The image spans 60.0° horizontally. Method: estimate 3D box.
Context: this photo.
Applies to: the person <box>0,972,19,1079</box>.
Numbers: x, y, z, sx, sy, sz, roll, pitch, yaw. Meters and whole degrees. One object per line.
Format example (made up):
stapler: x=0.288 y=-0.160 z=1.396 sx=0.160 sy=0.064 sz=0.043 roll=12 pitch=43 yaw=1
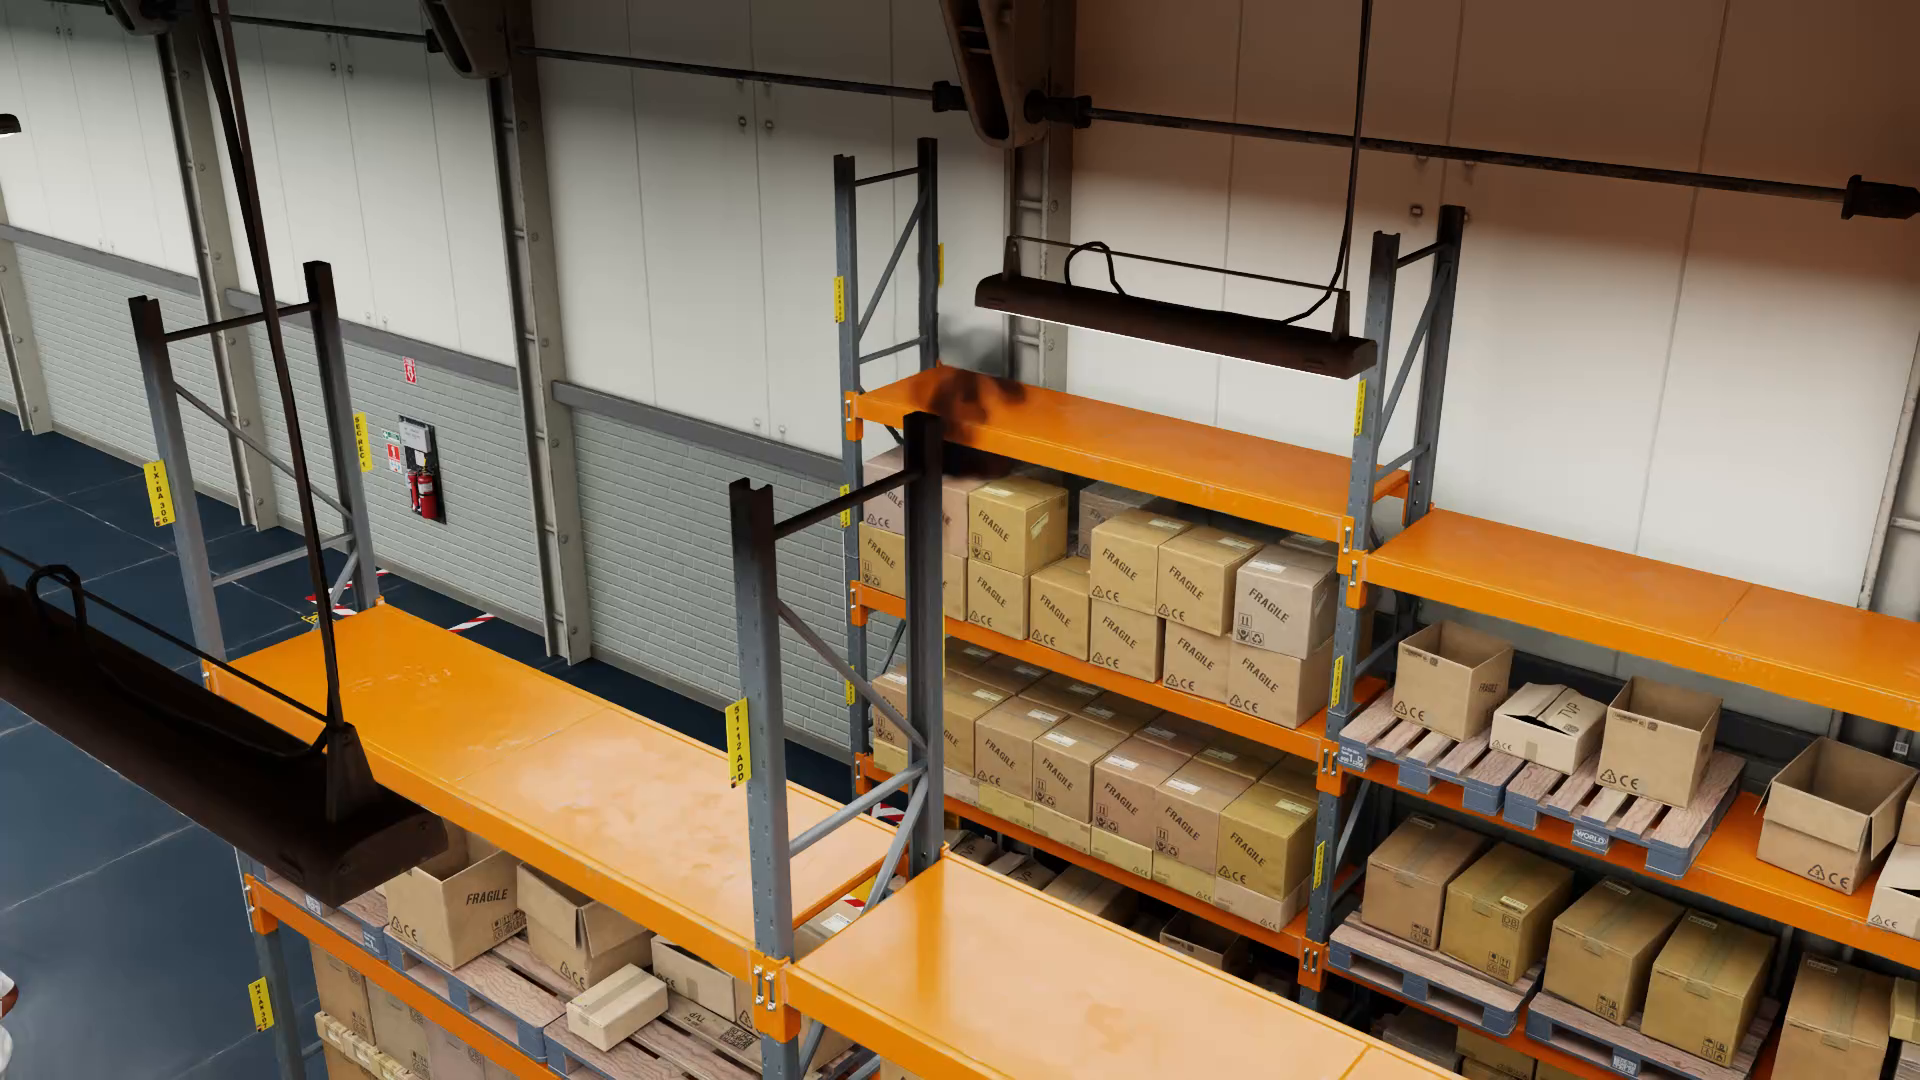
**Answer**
person: x=-6.072 y=3.302 z=10.473 sx=0.834 sy=1.789 sz=0.693 roll=-7 pitch=24 yaw=-15
